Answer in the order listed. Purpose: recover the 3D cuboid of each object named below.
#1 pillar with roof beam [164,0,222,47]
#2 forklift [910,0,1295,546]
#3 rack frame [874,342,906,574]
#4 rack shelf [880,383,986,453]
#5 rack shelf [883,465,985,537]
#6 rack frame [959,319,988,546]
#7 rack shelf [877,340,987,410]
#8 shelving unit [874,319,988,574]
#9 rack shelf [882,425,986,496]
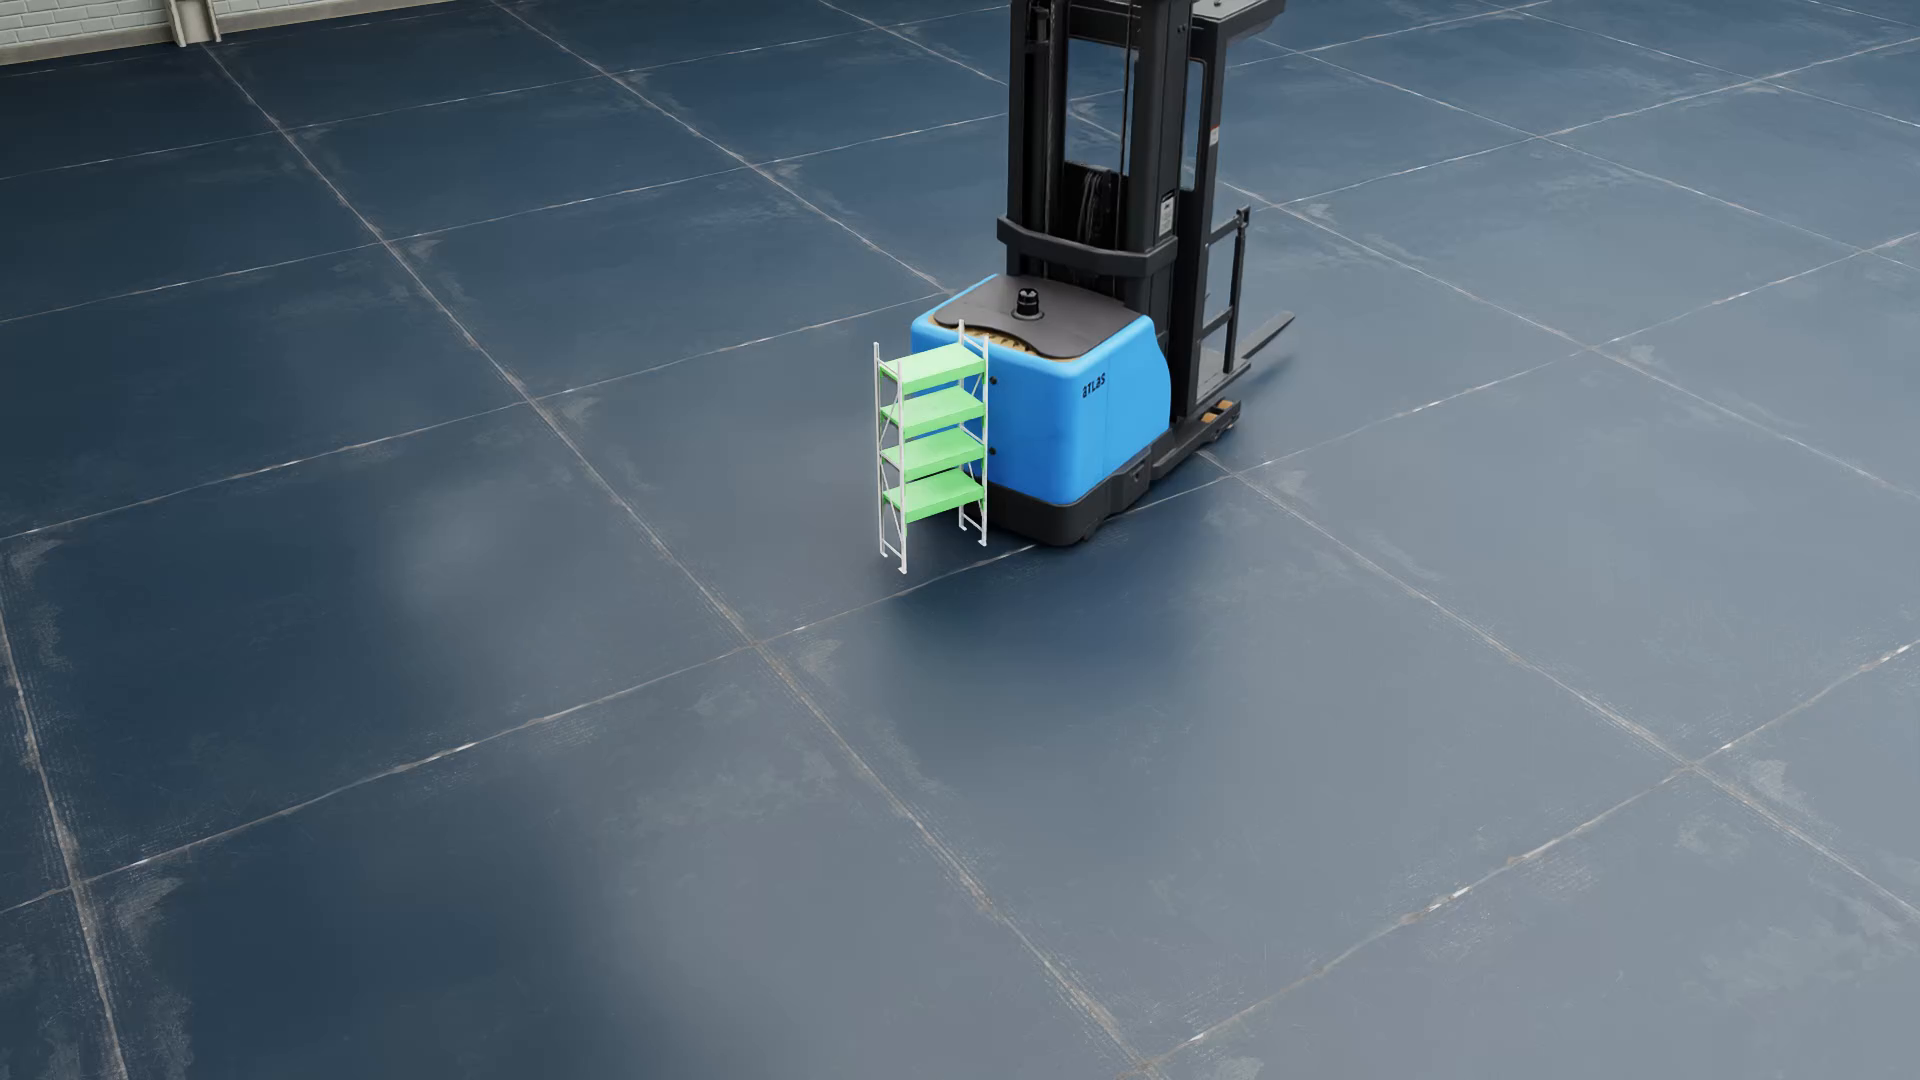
[{"bbox_3d":[-5.327,-6.896,11.247,0.400,9.000,9.100,-19,37,-27],"label":"pillar with roof beam"},{"bbox_3d":[0.995,-1.946,9.087,1.130,2.935,3.031,21,38,29],"label":"forklift"},{"bbox_3d":[-0.344,-0.389,8.242,0.015,1.200,0.240,-19,37,-27],"label":"rack frame"},{"bbox_3d":[-0.139,-0.609,8.260,0.480,0.148,0.258,-19,37,-27],"label":"rack shelf"},{"bbox_3d":[-0.139,-0.203,8.516,0.480,0.148,0.258,-19,37,-27],"label":"rack shelf"},{"bbox_3d":[0.066,-0.530,8.466,0.015,1.200,0.240,-19,37,-27],"label":"rack frame"},{"bbox_3d":[-0.139,-0.812,8.132,0.480,0.148,0.258,-19,37,-27],"label":"rack shelf"},{"bbox_3d":[-0.139,-0.460,8.354,0.503,1.200,0.258,-19,37,-27],"label":"shelving unit"},{"bbox_3d":[-0.139,-0.406,8.388,0.480,0.148,0.258,-19,37,-27],"label":"rack shelf"}]
